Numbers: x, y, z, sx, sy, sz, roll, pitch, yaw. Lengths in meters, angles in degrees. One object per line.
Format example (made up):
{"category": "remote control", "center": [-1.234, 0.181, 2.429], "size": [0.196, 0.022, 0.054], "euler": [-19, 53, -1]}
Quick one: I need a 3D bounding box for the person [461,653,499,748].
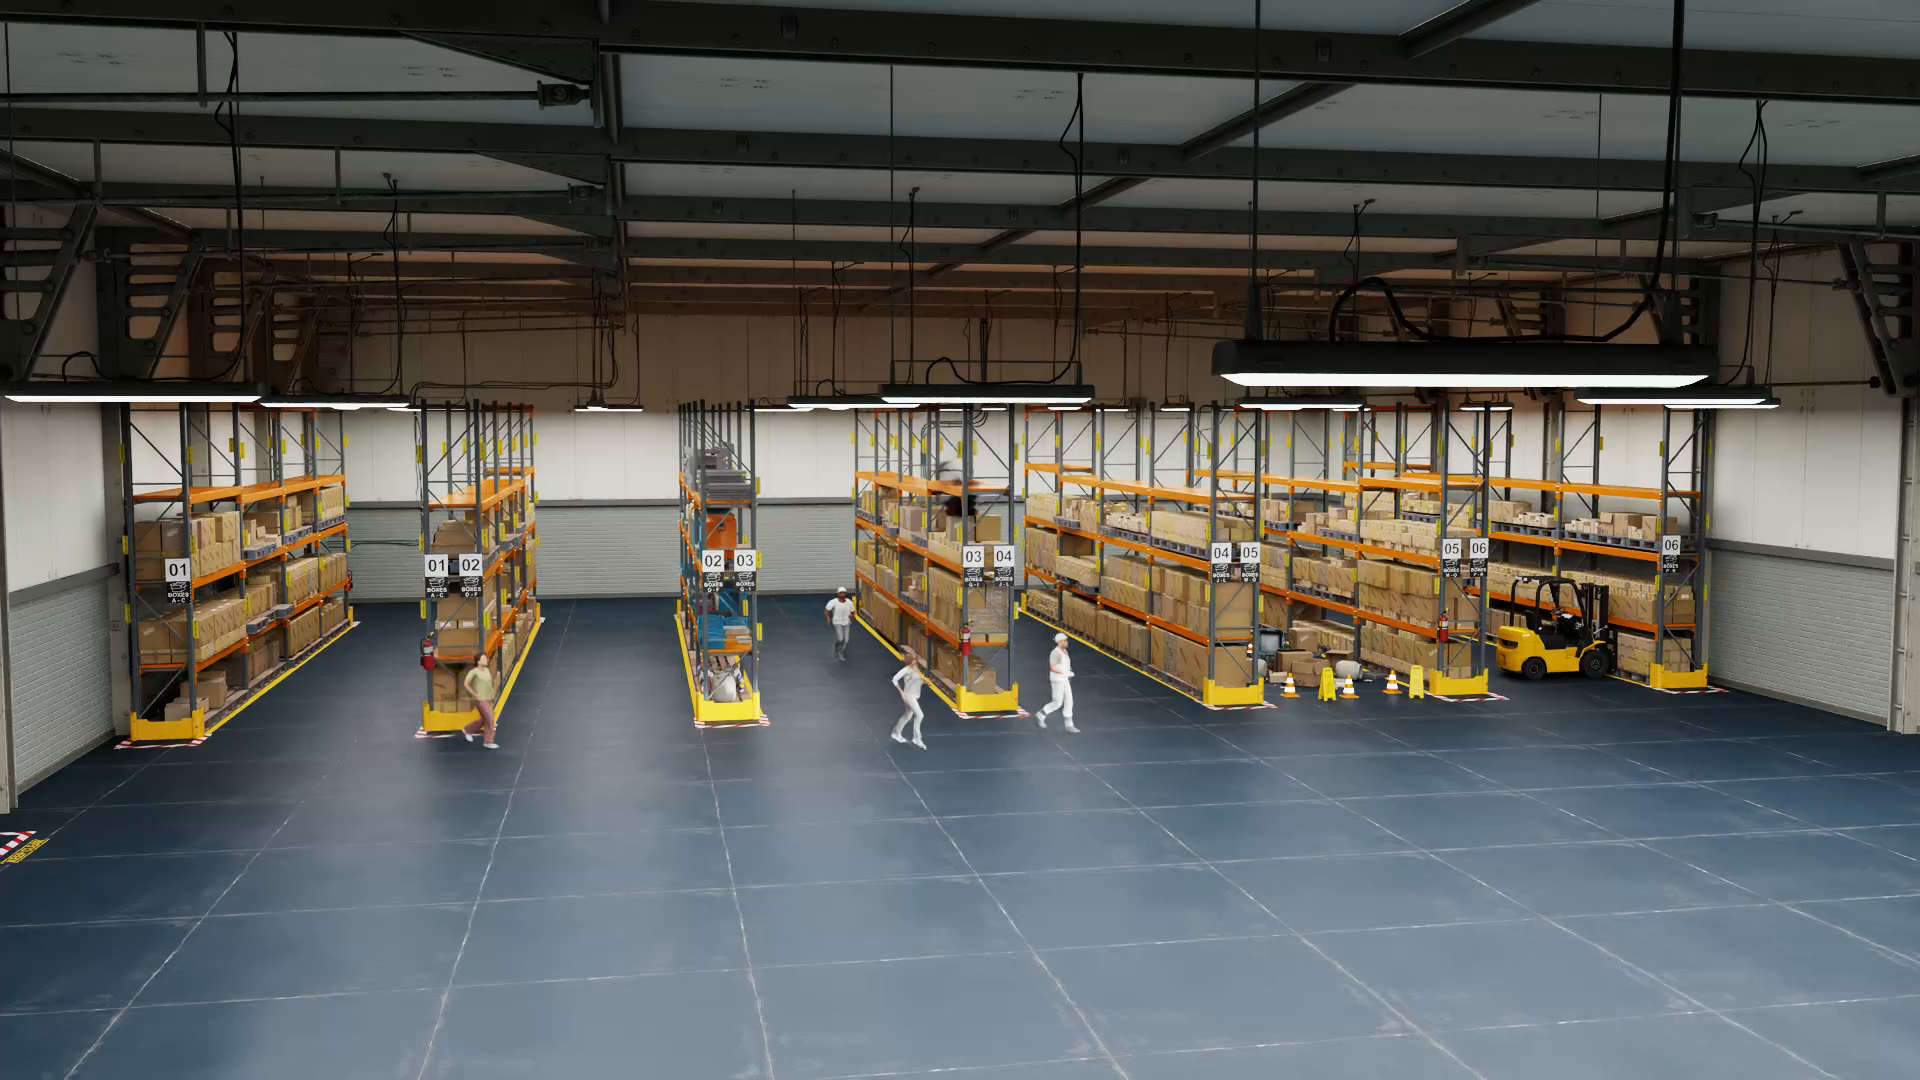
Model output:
{"category": "person", "center": [-8.270, 2.745, 28.577], "size": [0.774, 1.644, 0.595], "euler": [1, 5, 18]}

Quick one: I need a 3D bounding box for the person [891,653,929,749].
{"category": "person", "center": [-0.863, 2.757, 28.645], "size": [0.727, 1.642, 0.510], "euler": [1, 5, 18]}

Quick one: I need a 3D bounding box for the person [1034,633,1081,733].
{"category": "person", "center": [1.774, 2.566, 30.000], "size": [0.862, 1.796, 0.685], "euler": [2, 5, 25]}

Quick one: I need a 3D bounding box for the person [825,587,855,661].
{"category": "person", "center": [-2.734, 1.951, 38.540], "size": [0.695, 1.720, 0.583], "euler": [-2, 5, -21]}

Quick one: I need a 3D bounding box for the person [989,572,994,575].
{"category": "person", "center": [0.957, 1.369, 46.662], "size": [0.624, 1.763, 0.707], "euler": [0, 4, -5]}
